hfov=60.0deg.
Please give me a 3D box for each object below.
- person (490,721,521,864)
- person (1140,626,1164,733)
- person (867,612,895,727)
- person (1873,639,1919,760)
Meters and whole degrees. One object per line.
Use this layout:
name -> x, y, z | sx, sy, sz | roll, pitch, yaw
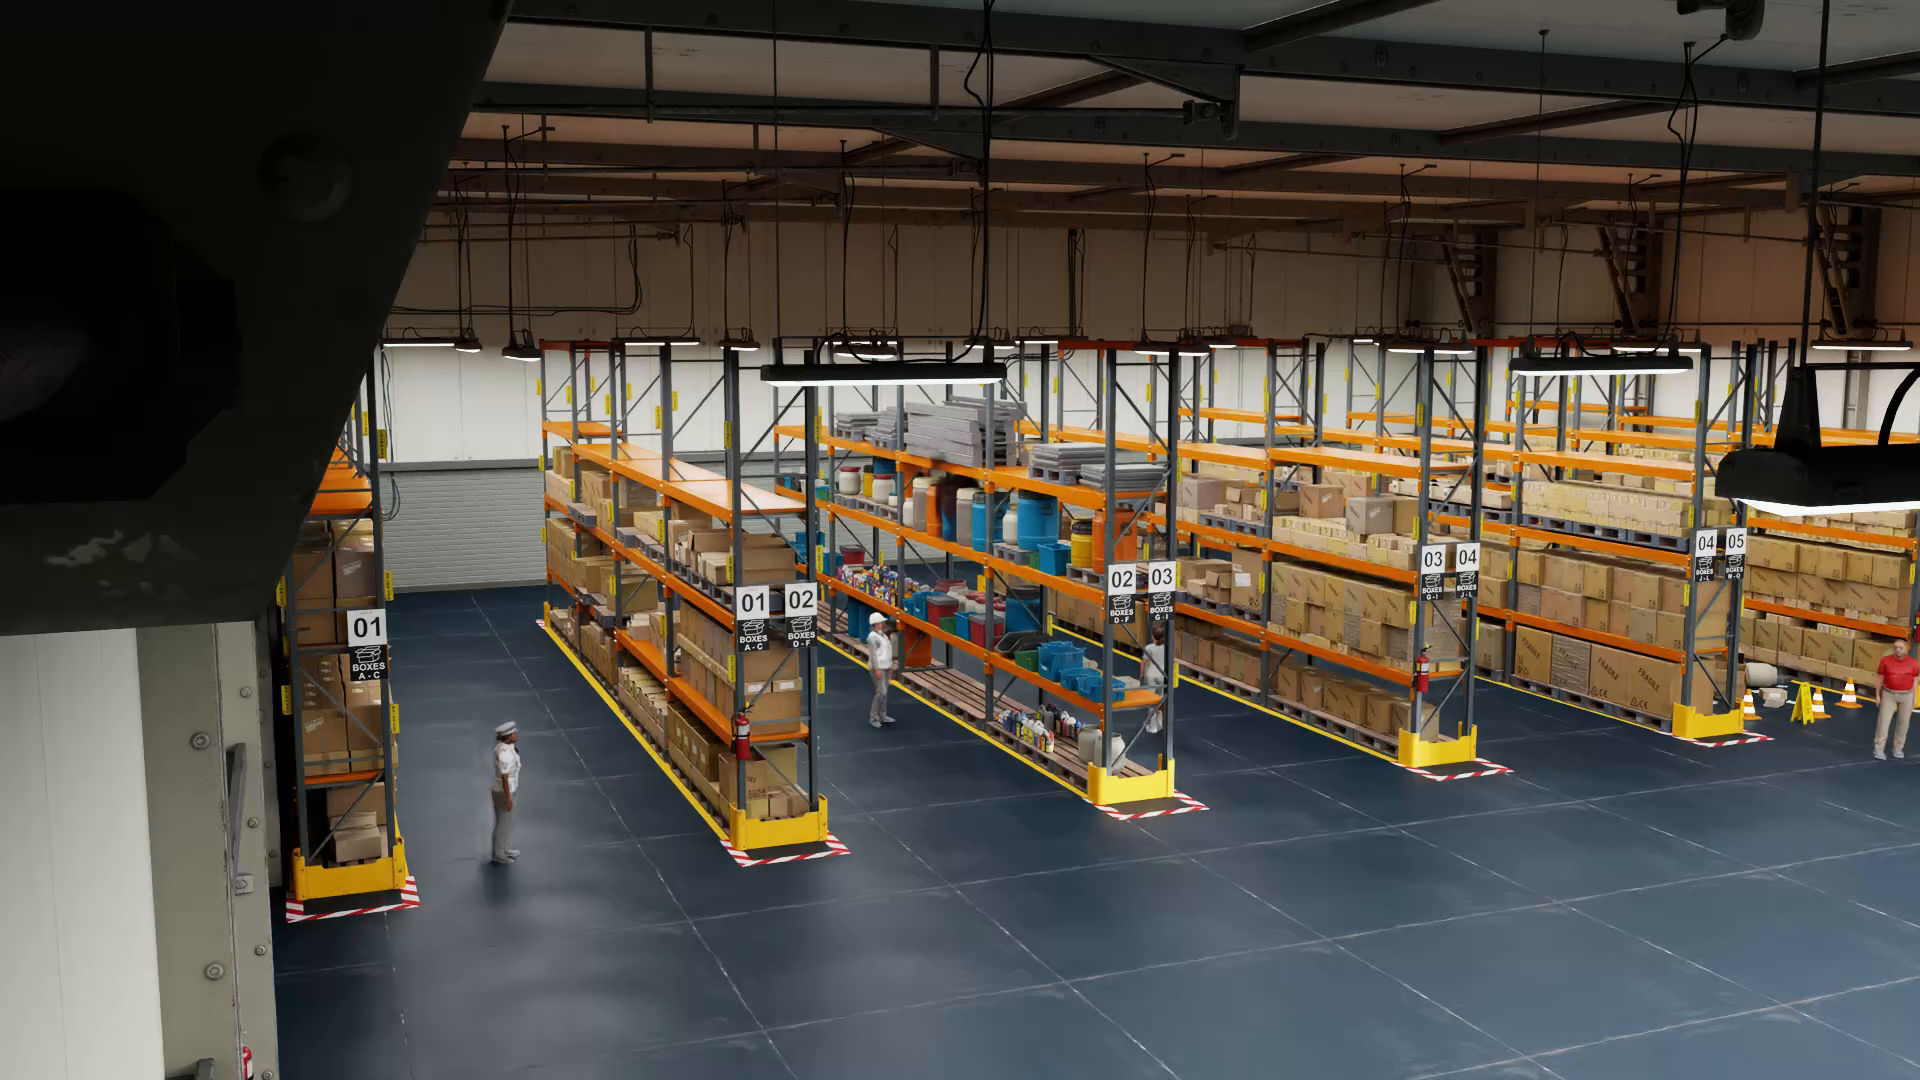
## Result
person -> -5.352, 2.965, 19.601 | 0.388, 1.682, 0.566 | -1, 7, -4
person -> 3.033, 2.169, 25.755 | 0.484, 1.721, 0.563 | 0, 7, 4
person -> -1.243, 2.069, 26.384 | 0.409, 1.860, 0.584 | 2, 8, 18
person -> 13.683, 2.330, 24.277 | 0.548, 1.744, 0.554 | 3, 8, 23
